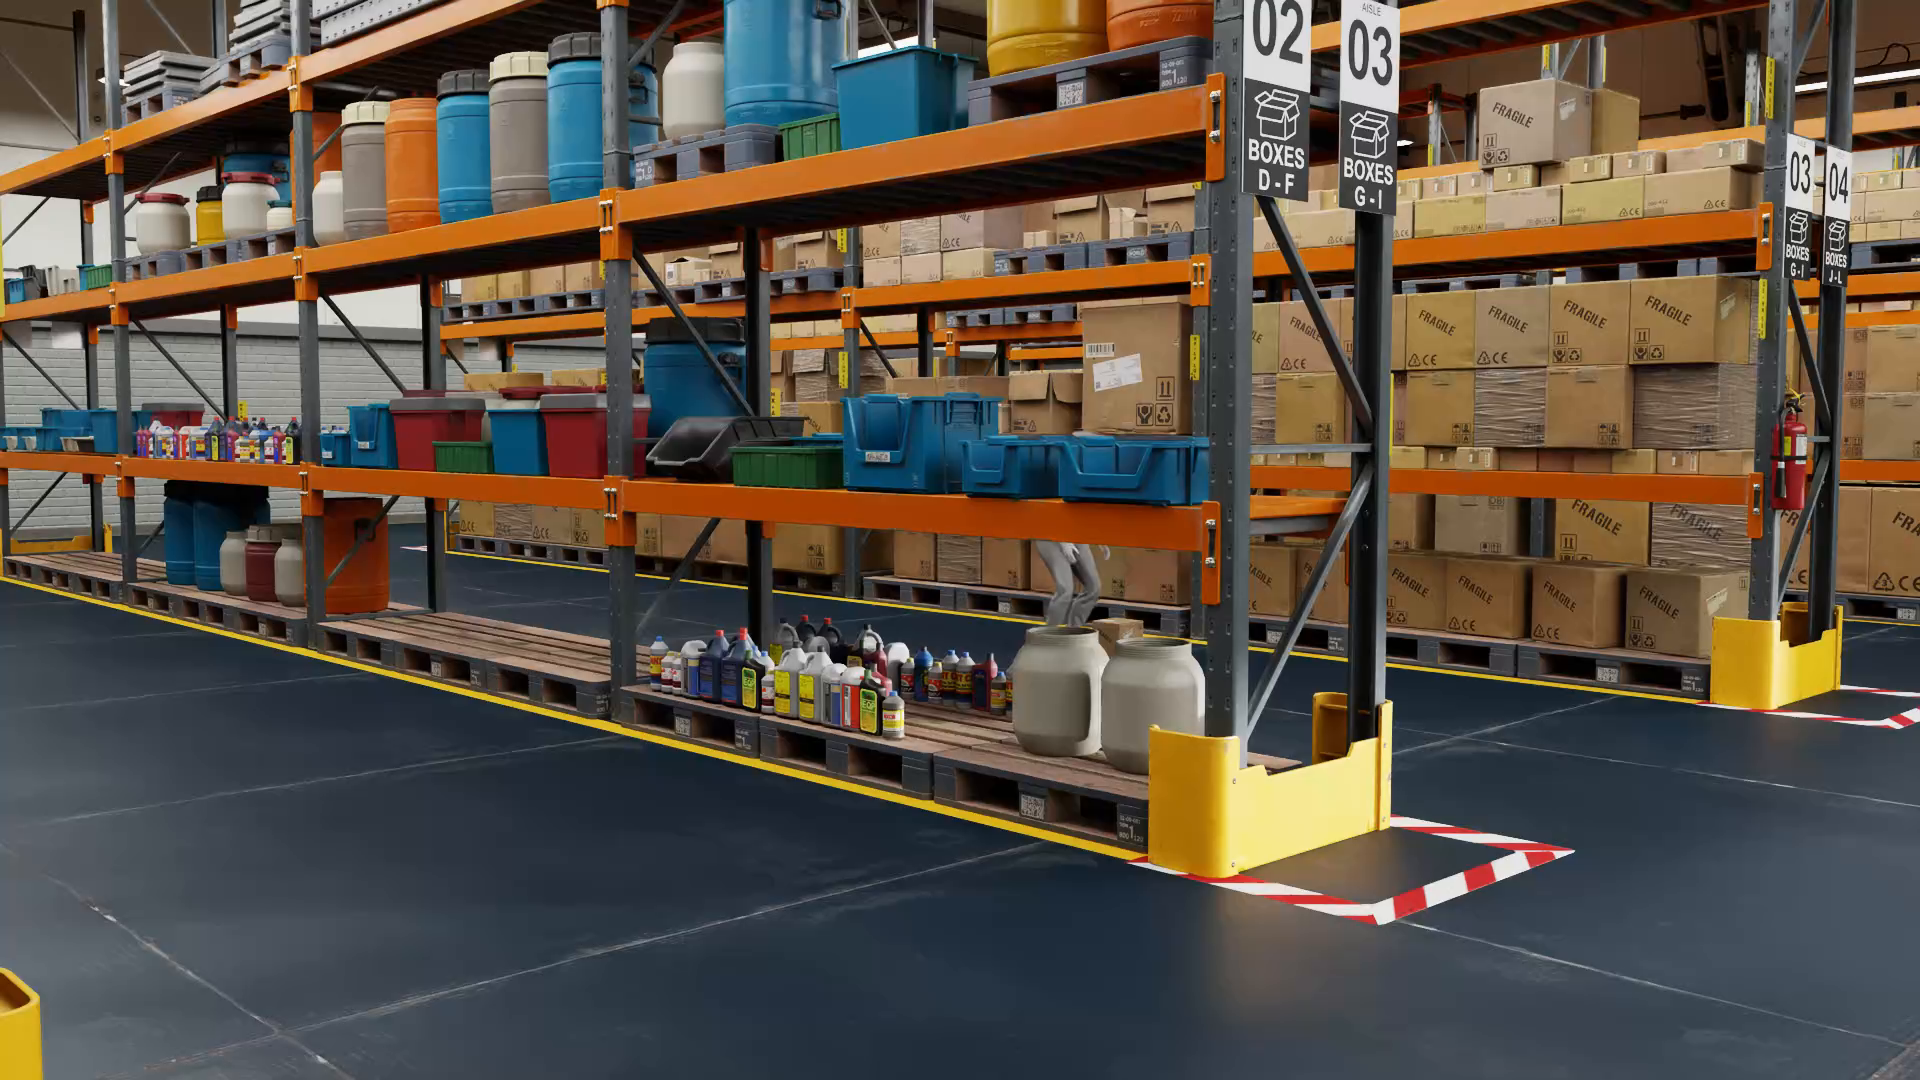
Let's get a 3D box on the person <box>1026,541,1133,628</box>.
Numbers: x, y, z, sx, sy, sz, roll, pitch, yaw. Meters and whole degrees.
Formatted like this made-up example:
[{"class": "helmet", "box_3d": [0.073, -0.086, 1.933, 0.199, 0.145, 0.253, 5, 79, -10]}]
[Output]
[{"class": "person", "box_3d": [0.857, 0.239, 11.697, 0.510, 1.101, 0.820, -4, 6, -44]}]
